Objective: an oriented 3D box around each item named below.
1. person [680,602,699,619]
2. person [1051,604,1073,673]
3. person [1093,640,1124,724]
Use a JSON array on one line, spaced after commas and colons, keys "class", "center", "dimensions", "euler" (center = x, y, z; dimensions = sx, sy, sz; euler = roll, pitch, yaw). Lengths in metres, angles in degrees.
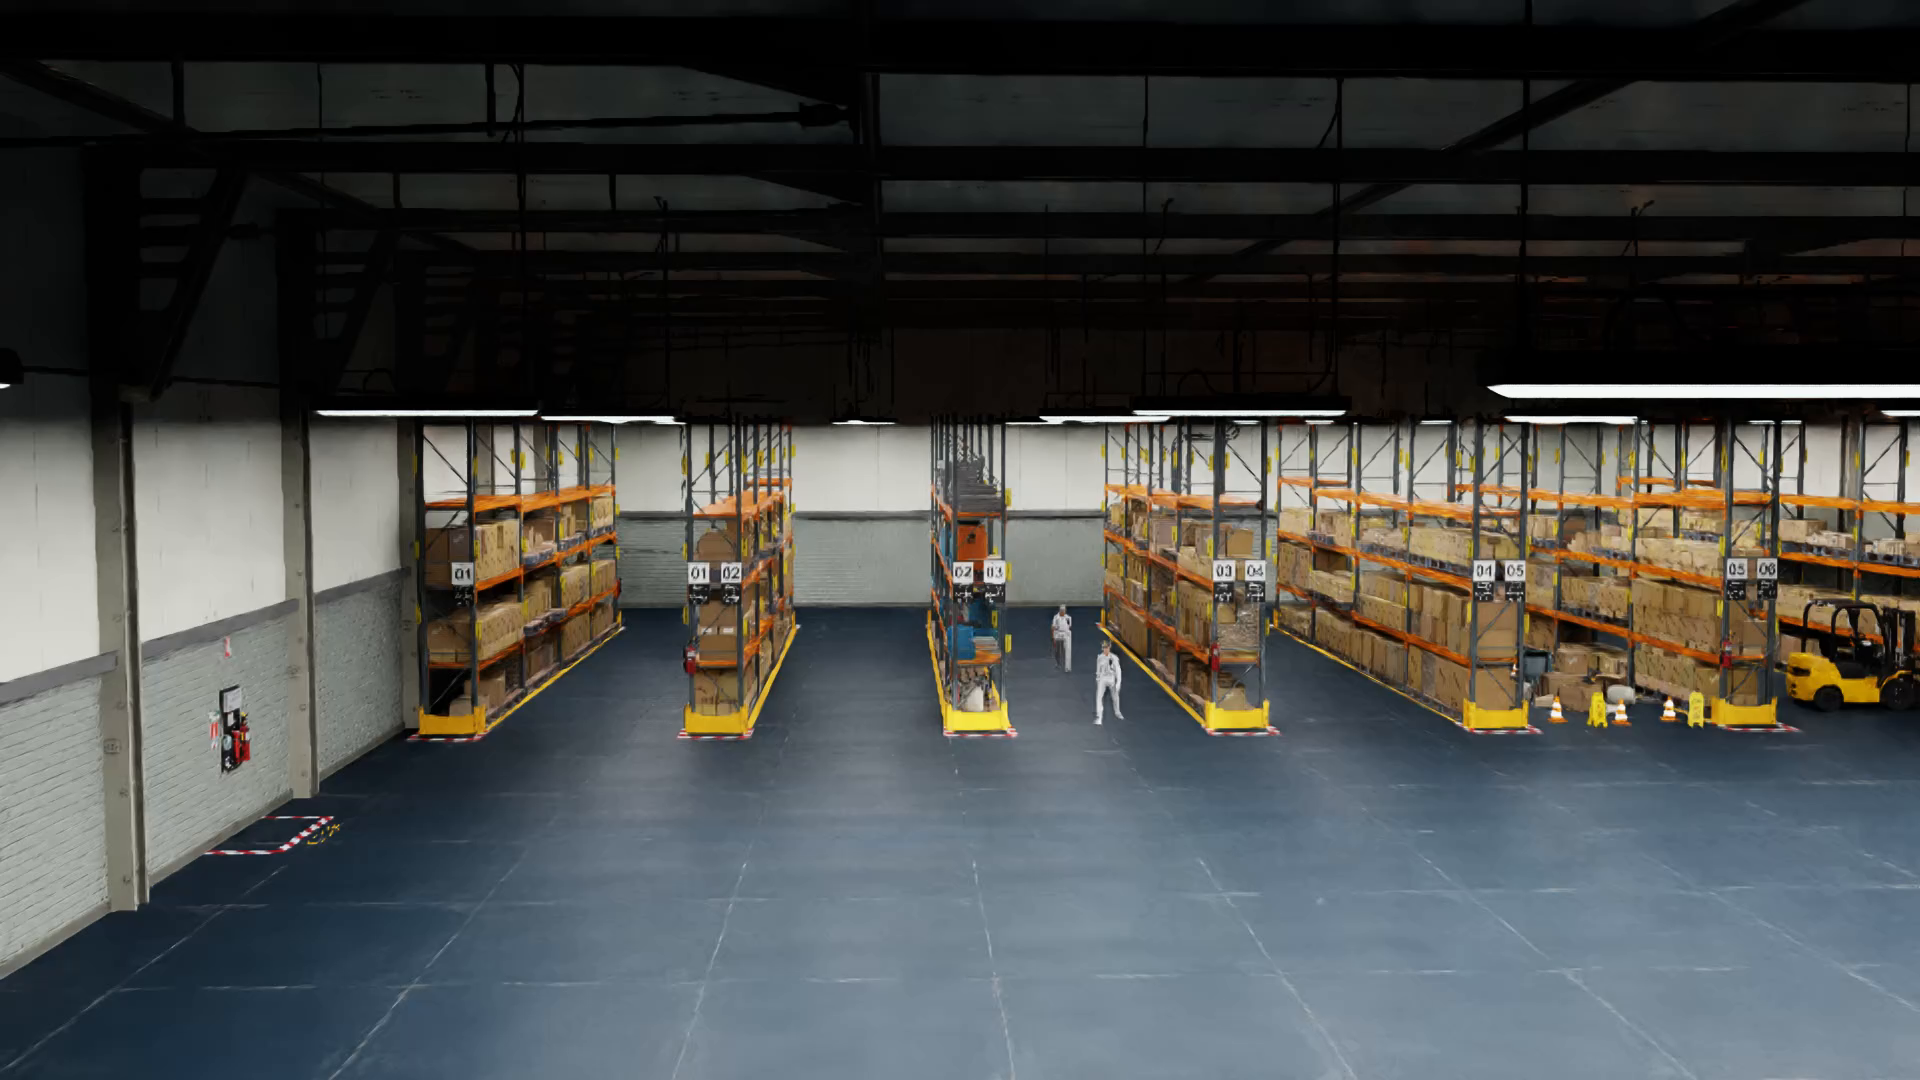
[{"class": "person", "center": [-7.961, 1.483, 49.558], "dimensions": [0.734, 1.742, 0.557], "euler": [-4, 5, -45]}, {"class": "person", "center": [2.385, 2.274, 38.868], "dimensions": [0.497, 1.583, 1.090], "euler": [0, 4, 0]}, {"class": "person", "center": [2.880, 2.722, 32.199], "dimensions": [0.521, 1.609, 0.938], "euler": [1, 4, 18]}]
